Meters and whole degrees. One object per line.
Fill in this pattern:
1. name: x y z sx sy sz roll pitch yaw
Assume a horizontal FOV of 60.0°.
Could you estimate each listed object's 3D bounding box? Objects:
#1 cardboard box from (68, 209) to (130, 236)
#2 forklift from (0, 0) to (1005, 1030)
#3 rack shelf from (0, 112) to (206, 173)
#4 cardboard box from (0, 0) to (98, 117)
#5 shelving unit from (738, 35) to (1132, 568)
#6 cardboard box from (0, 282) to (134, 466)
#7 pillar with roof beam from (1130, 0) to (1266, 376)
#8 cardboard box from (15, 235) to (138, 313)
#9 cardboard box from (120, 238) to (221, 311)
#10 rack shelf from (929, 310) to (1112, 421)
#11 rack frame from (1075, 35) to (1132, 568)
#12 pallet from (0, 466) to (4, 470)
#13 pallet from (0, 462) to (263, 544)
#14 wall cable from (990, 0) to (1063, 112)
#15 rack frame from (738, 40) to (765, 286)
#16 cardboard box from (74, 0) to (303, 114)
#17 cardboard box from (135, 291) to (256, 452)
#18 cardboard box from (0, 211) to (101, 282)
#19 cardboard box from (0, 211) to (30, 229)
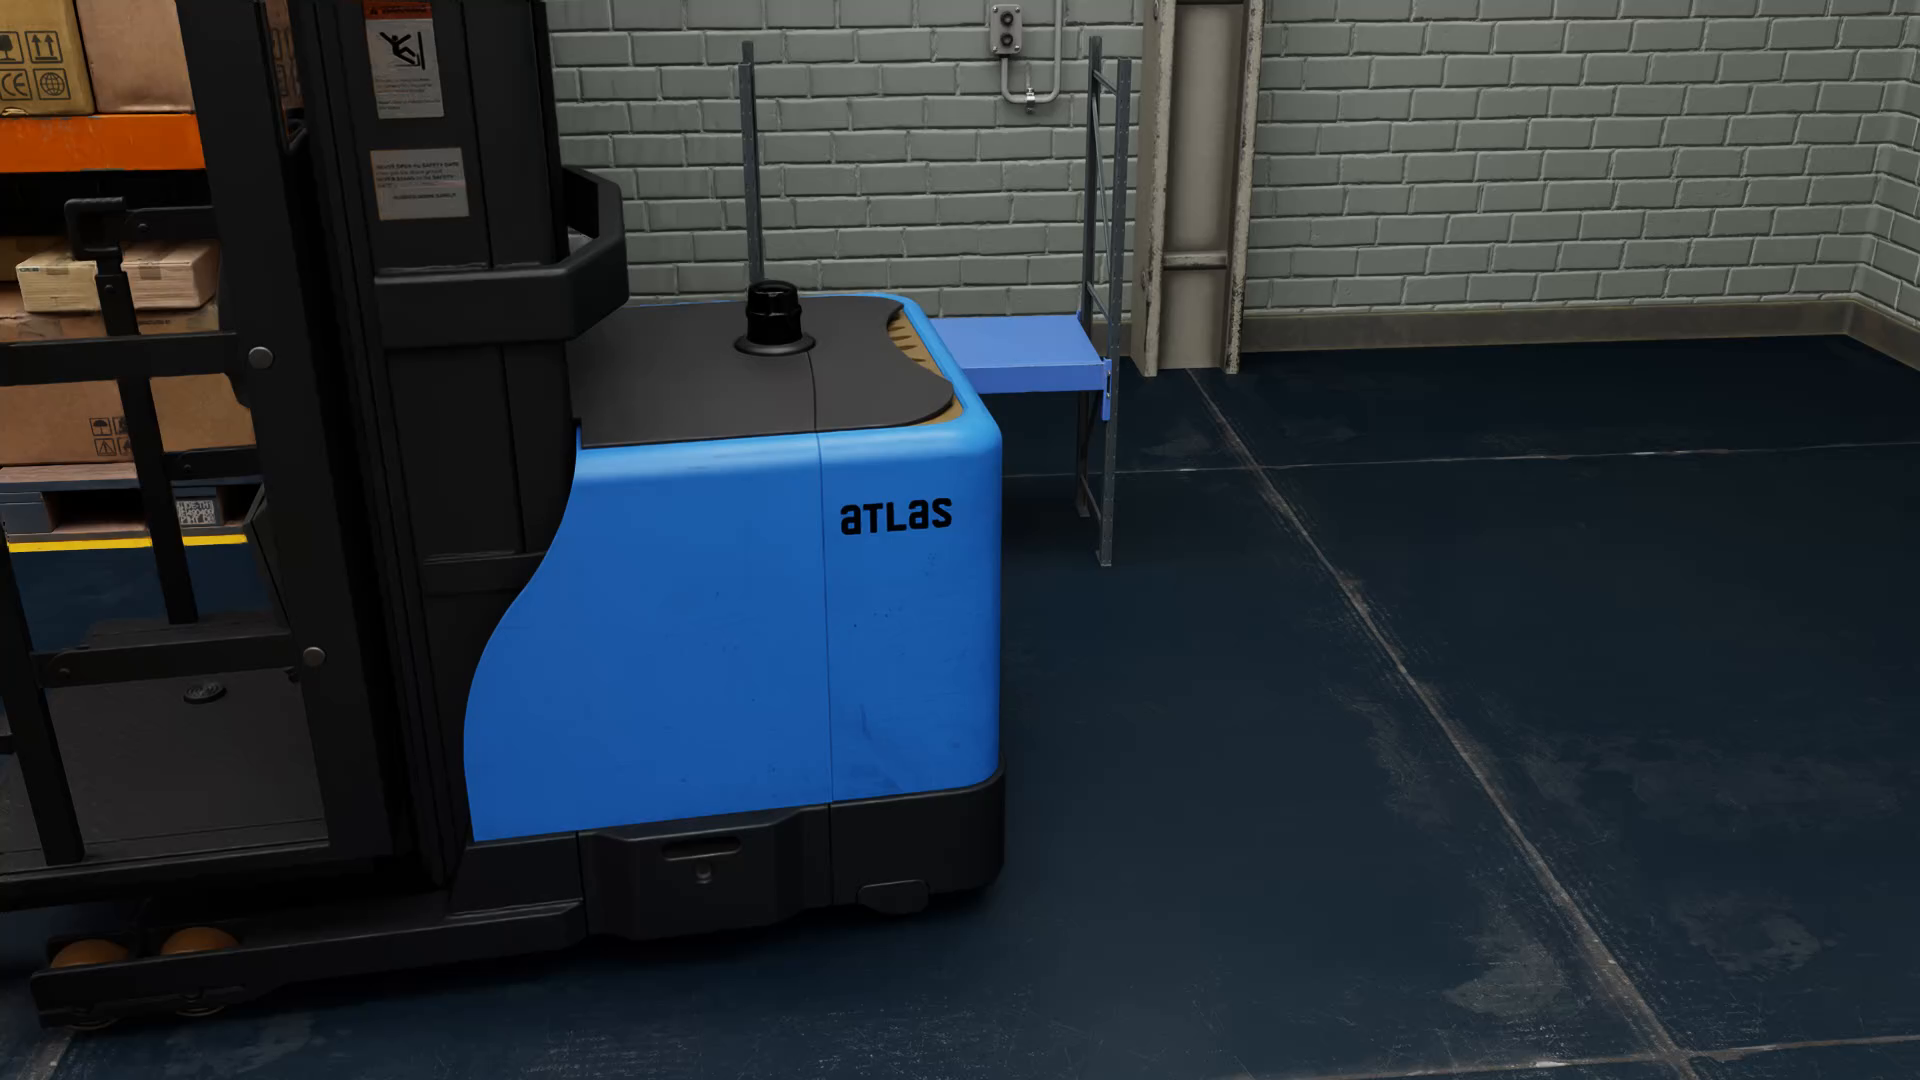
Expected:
1. cardboard box: -2.762 -0.990 5.545 0.250 0.149 0.380 -2 24 -5
2. forklift: -1.476 -0.643 3.089 3.031 2.935 1.130 -5 24 -11
3. rack shelf: -3.666 -1.238 5.228 4.000 0.370 1.077 -2 24 -5
4. cardboard box: -2.905 -1.726 5.071 0.700 0.700 0.980 -2 24 -6
5. shelving unit: -0.085 -0.682 4.938 1.048 1.500 0.538 -2 24 -5
6. cardboard box: -2.860 -0.608 5.485 0.500 0.500 0.700 -2 24 -5
7. pillar with roof beam: 1.350 -3.105 1.158 0.400 9.000 9.100 -2 24 -5
8. cardboard box: -2.726 -0.835 5.198 0.250 0.149 0.380 -2 24 -4
9. cardboard box: -2.472 -0.846 5.221 0.250 0.149 0.380 -3 24 -6
10. rack shelf: -0.085 -0.518 5.011 1.000 0.185 0.538 -2 24 -5
11. rack frame: 0.421 -0.702 4.983 0.032 1.500 0.500 -2 24 -5
12. pallet: -3.675 -0.262 5.579 1.213 0.211 1.003 -2 24 -5
13. pallet: -2.463 -0.309 5.685 1.213 0.211 1.003 -2 24 -5
14. wall cable: -0.494 -2.544 6.031 1.851 1.984 0.084 -2 24 -5
15. rack frame: -0.591 -0.662 4.892 0.032 1.500 0.500 -2 24 -5
16. cardboard box: -2.182 -1.759 5.146 0.700 0.700 0.980 -1 24 -3
17. cardboard box: -2.362 -0.628 5.530 0.500 0.500 0.700 -2 24 -5
18. cardboard box: -3.011 -0.980 5.523 0.250 0.149 0.380 -2 24 -5
19. cardboard box: -3.264 -0.969 5.500 0.250 0.149 0.380 -2 24 -4
